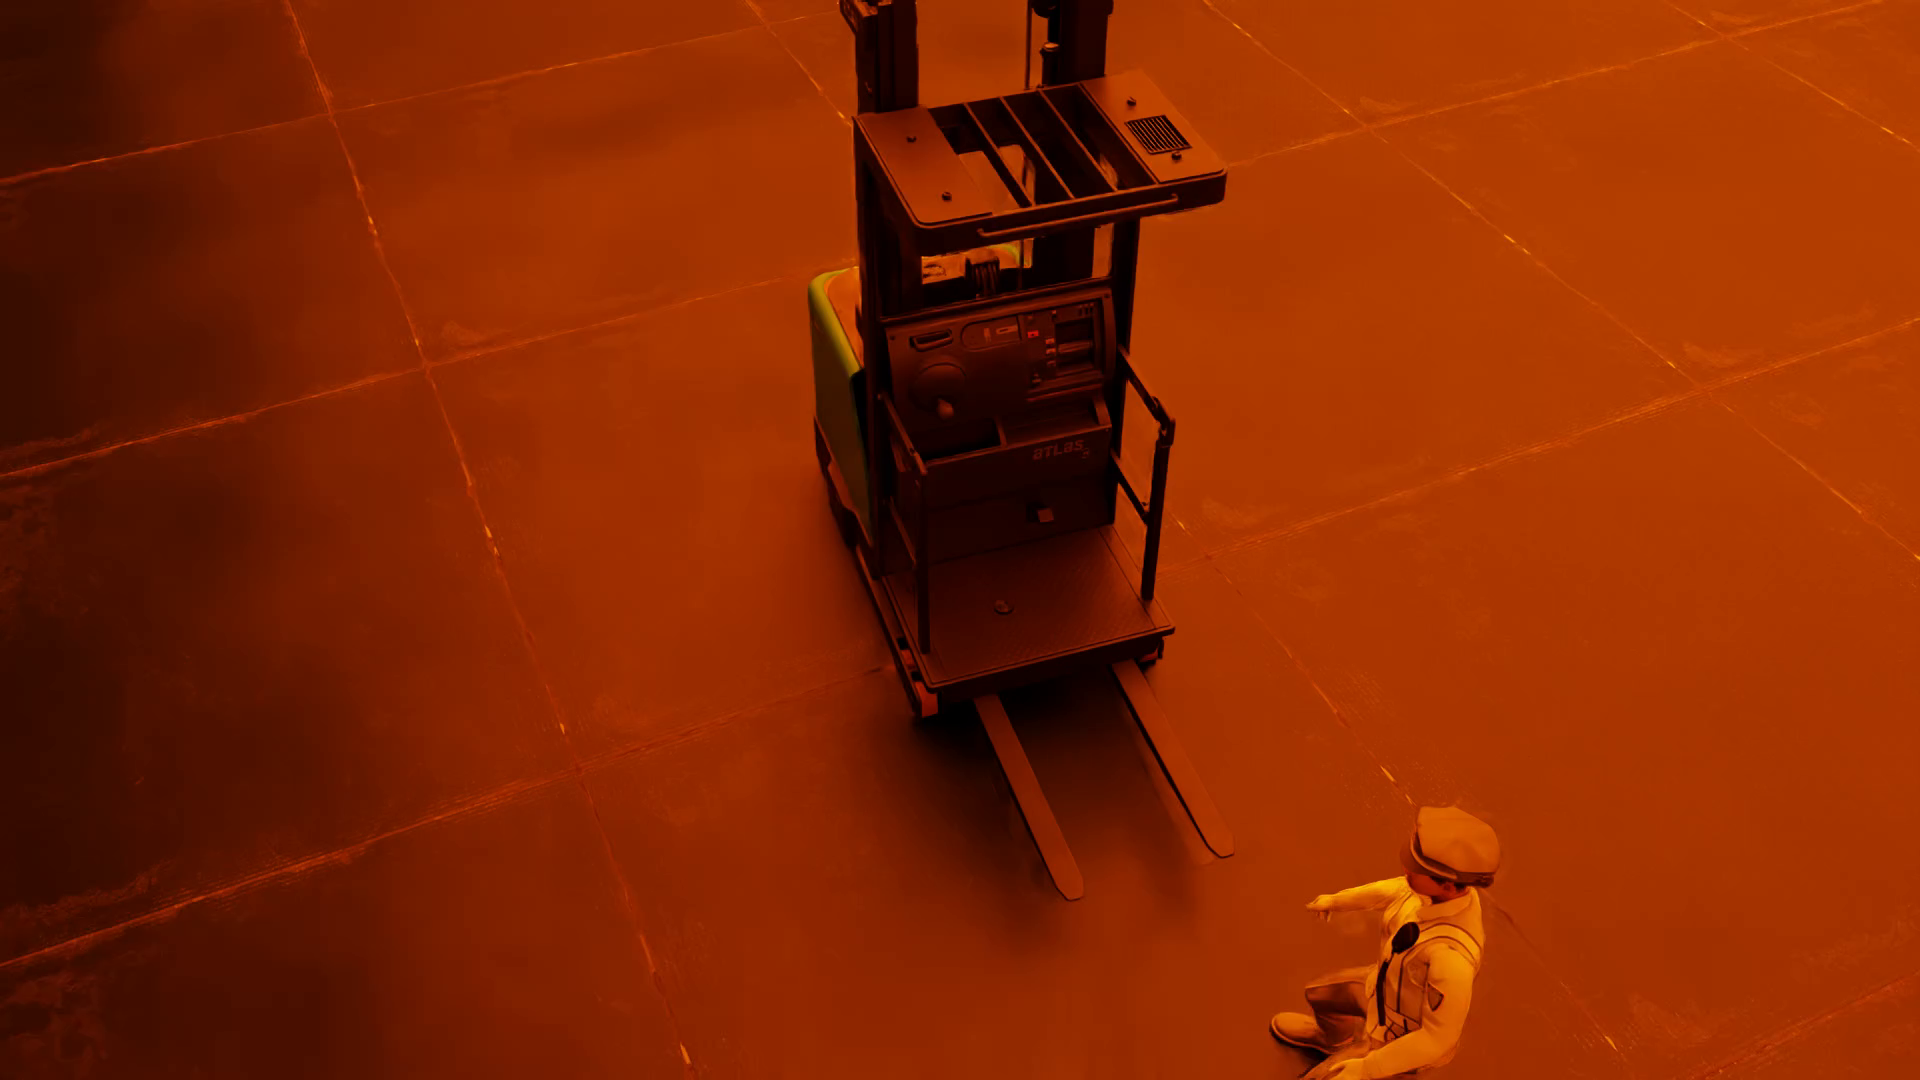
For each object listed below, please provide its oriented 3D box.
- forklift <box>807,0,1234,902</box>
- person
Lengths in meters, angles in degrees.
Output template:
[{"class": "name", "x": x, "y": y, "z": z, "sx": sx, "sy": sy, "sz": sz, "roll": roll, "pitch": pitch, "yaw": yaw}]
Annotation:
[{"class": "forklift", "x": 0.237, "y": -0.639, "z": 6.364, "sx": 1.130, "sy": 2.935, "sz": 3.031, "roll": -13, "pitch": 45, "yaw": -13}, {"class": "person", "x": 1.296, "y": 1.401, "z": 5.176, "sx": 0.489, "sy": 1.557, "sz": 0.724, "roll": 8, "pitch": 44, "yaw": 8}]
